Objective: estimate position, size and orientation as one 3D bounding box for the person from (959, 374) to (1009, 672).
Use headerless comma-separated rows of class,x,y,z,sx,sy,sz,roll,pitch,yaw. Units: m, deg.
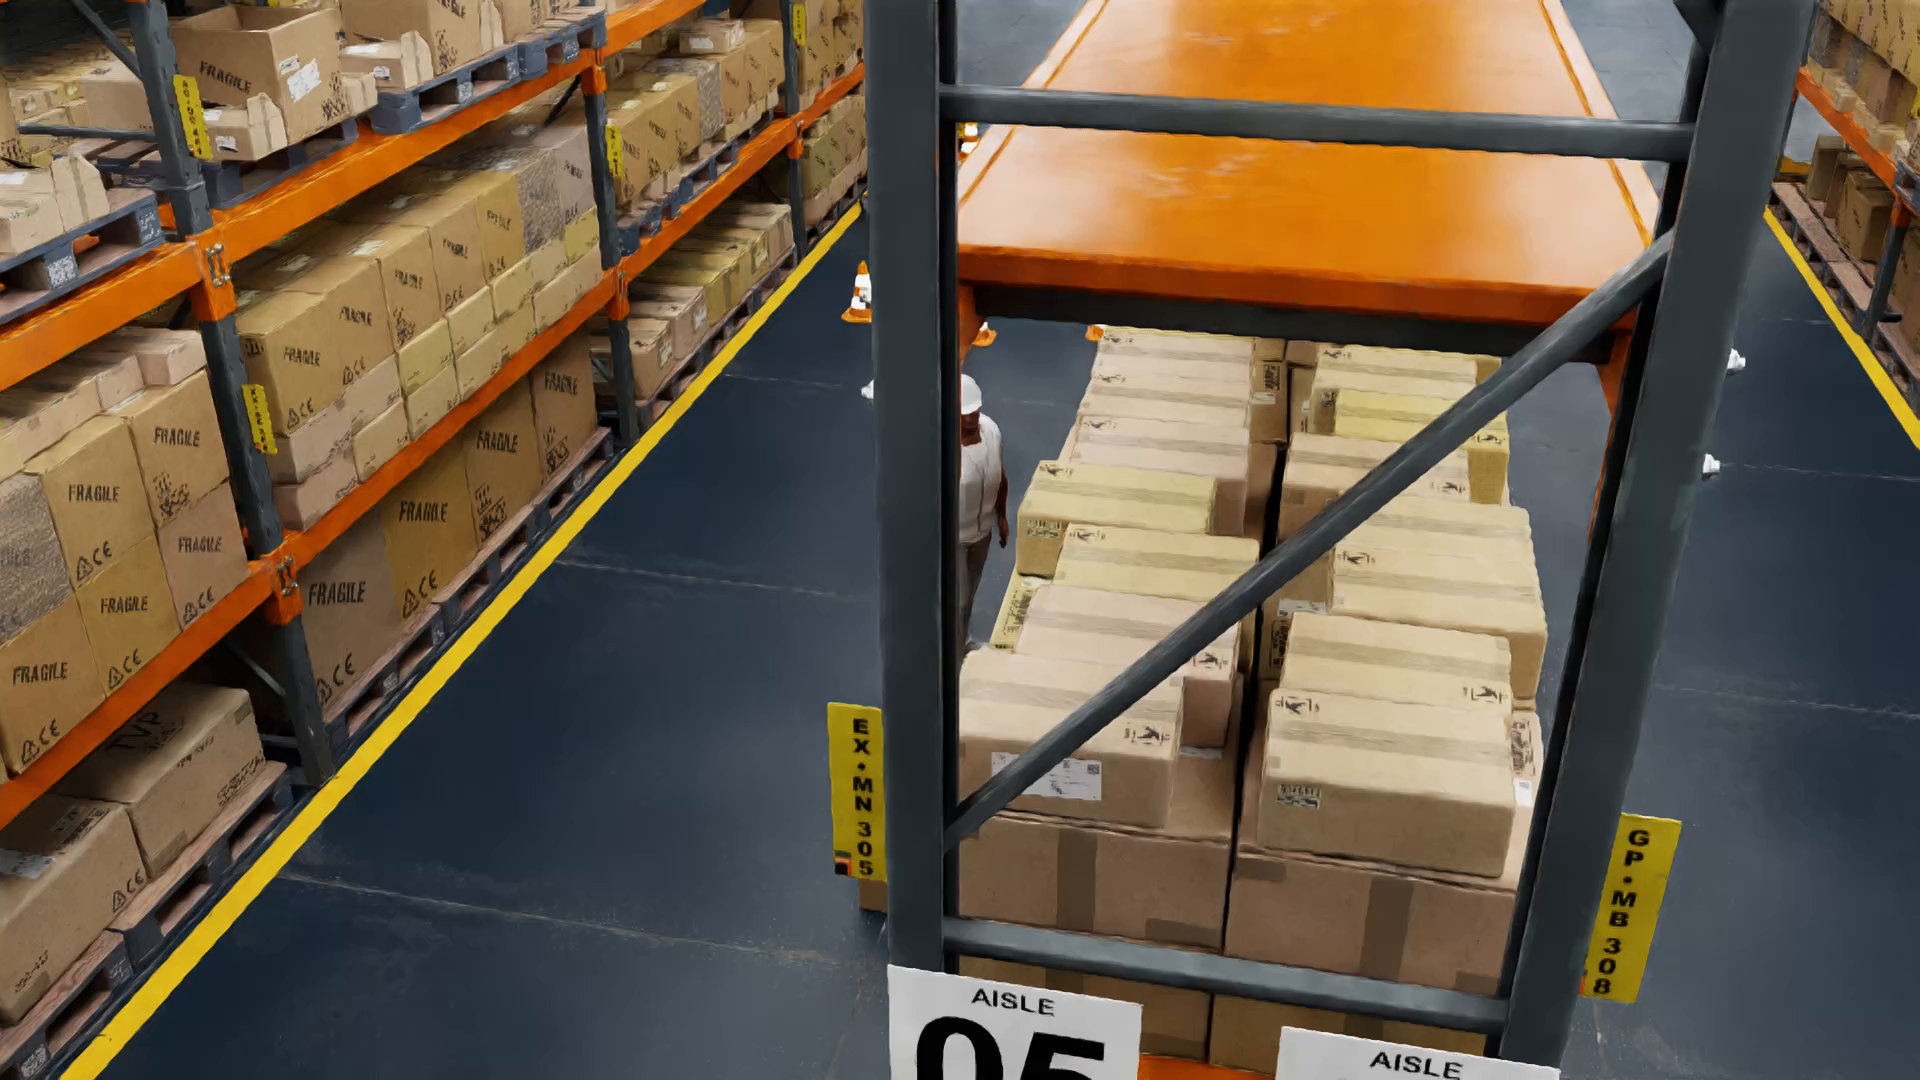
person,0.034,-0.022,8.584,0.571,1.763,0.675,23,36,36
